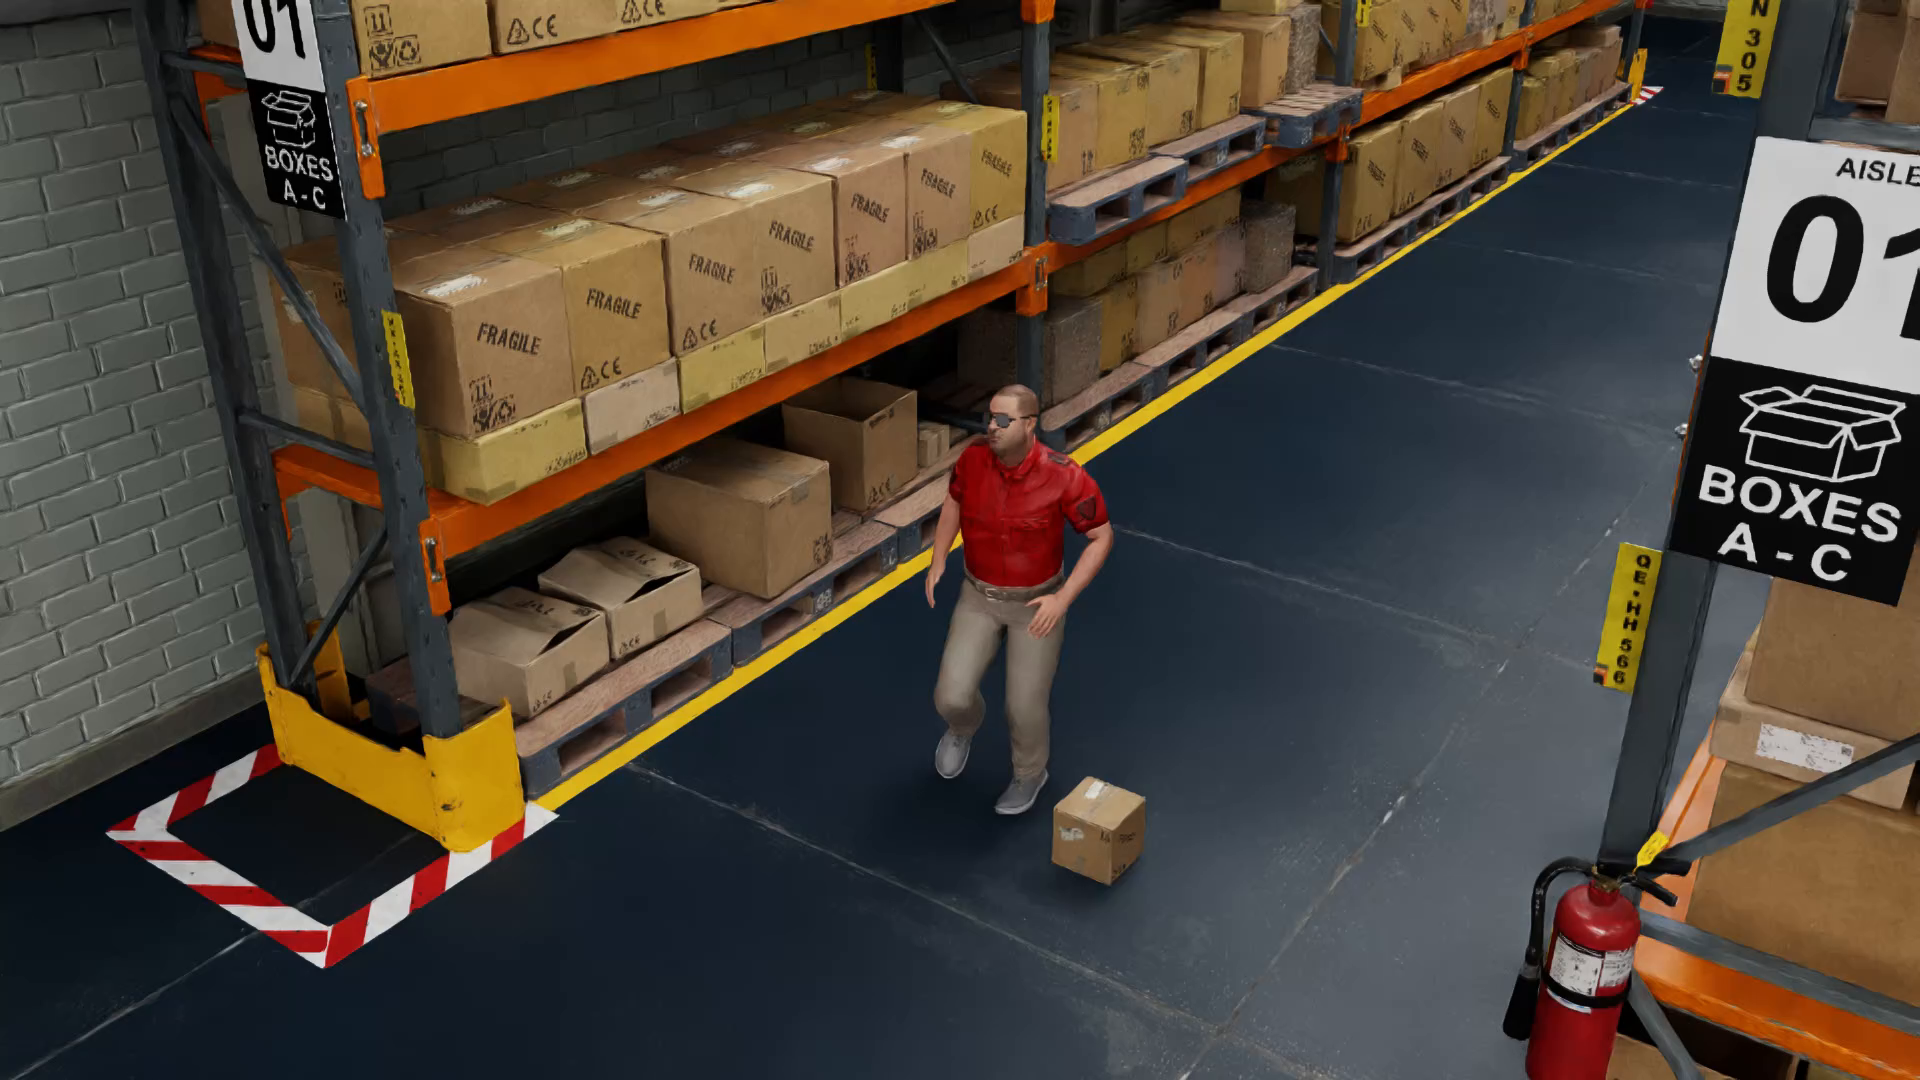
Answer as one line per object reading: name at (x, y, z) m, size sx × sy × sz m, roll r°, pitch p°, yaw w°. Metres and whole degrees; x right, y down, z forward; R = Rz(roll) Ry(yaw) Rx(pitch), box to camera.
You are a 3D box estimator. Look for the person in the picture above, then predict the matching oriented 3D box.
person at (0.200, 0.248, 6.191) m, size 0.706 × 1.699 × 0.517 m, roll 10°, pitch 28°, yaw 18°
